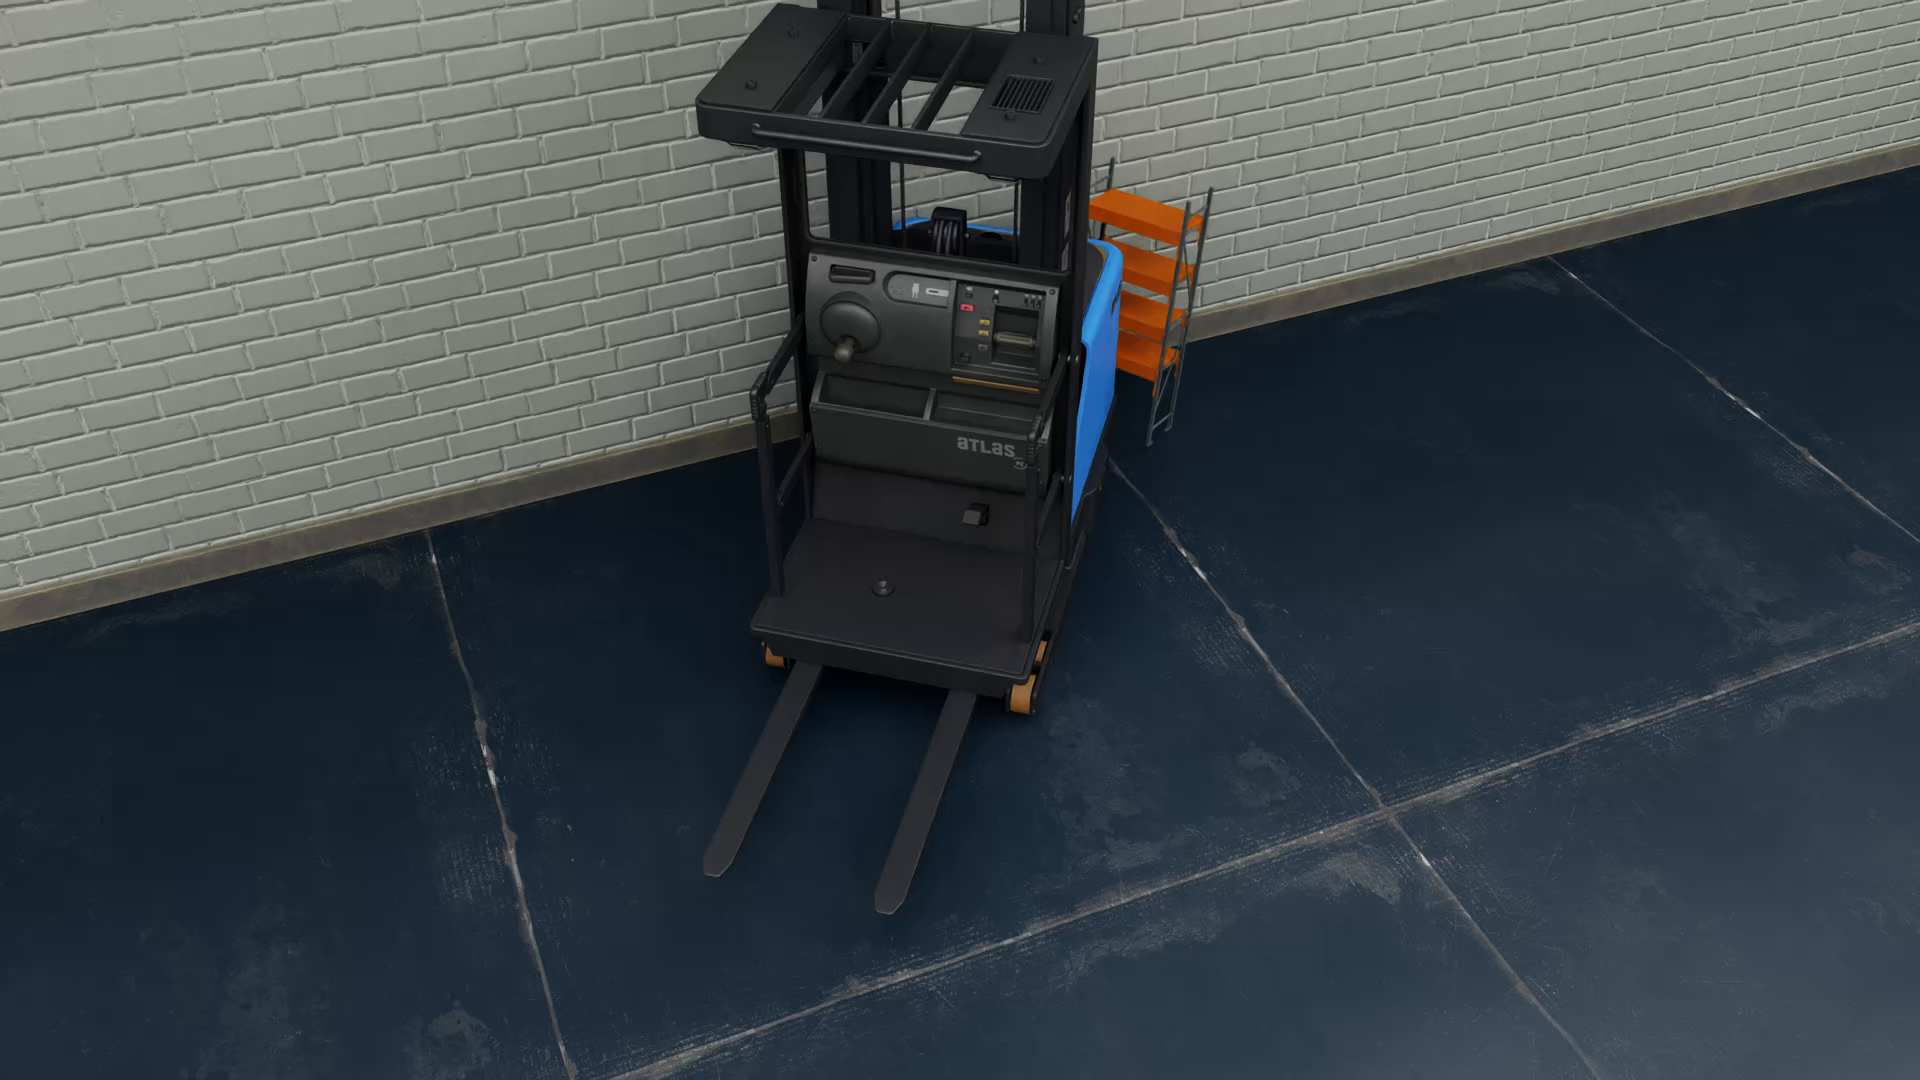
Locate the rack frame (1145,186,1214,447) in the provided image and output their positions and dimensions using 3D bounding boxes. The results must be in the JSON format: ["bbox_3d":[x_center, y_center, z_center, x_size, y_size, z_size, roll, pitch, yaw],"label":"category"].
[{"bbox_3d":[0.979,-0.981,7.449,0.015,1.200,0.240,23,37,25],"label":"rack frame"}]

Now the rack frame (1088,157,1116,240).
[{"bbox_3d":[0.572,-1.157,7.652,0.015,1.200,0.240,23,37,25],"label":"rack frame"}]

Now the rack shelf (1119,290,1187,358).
[{"bbox_3d":[0.770,-1.013,7.587,0.480,0.148,0.258,23,37,25],"label":"rack shelf"}]

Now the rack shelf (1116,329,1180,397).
[{"bbox_3d":[0.753,-0.848,7.696,0.480,0.148,0.258,23,37,25],"label":"rack shelf"}]

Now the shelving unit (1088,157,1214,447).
[{"bbox_3d":[0.775,-1.069,7.550,0.503,1.200,0.258,23,37,25],"label":"shelving unit"}]

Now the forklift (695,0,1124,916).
[{"bbox_3d":[-0.159,-0.717,5.836,1.130,2.935,3.031,10,42,11],"label":"forklift"}]

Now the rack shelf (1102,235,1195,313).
[{"bbox_3d":[0.789,-1.199,7.465,0.480,0.148,0.258,23,37,25],"label":"rack shelf"}]

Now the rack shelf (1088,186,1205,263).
[{"bbox_3d":[0.809,-1.396,7.335,0.480,0.148,0.258,23,37,25],"label":"rack shelf"}]
